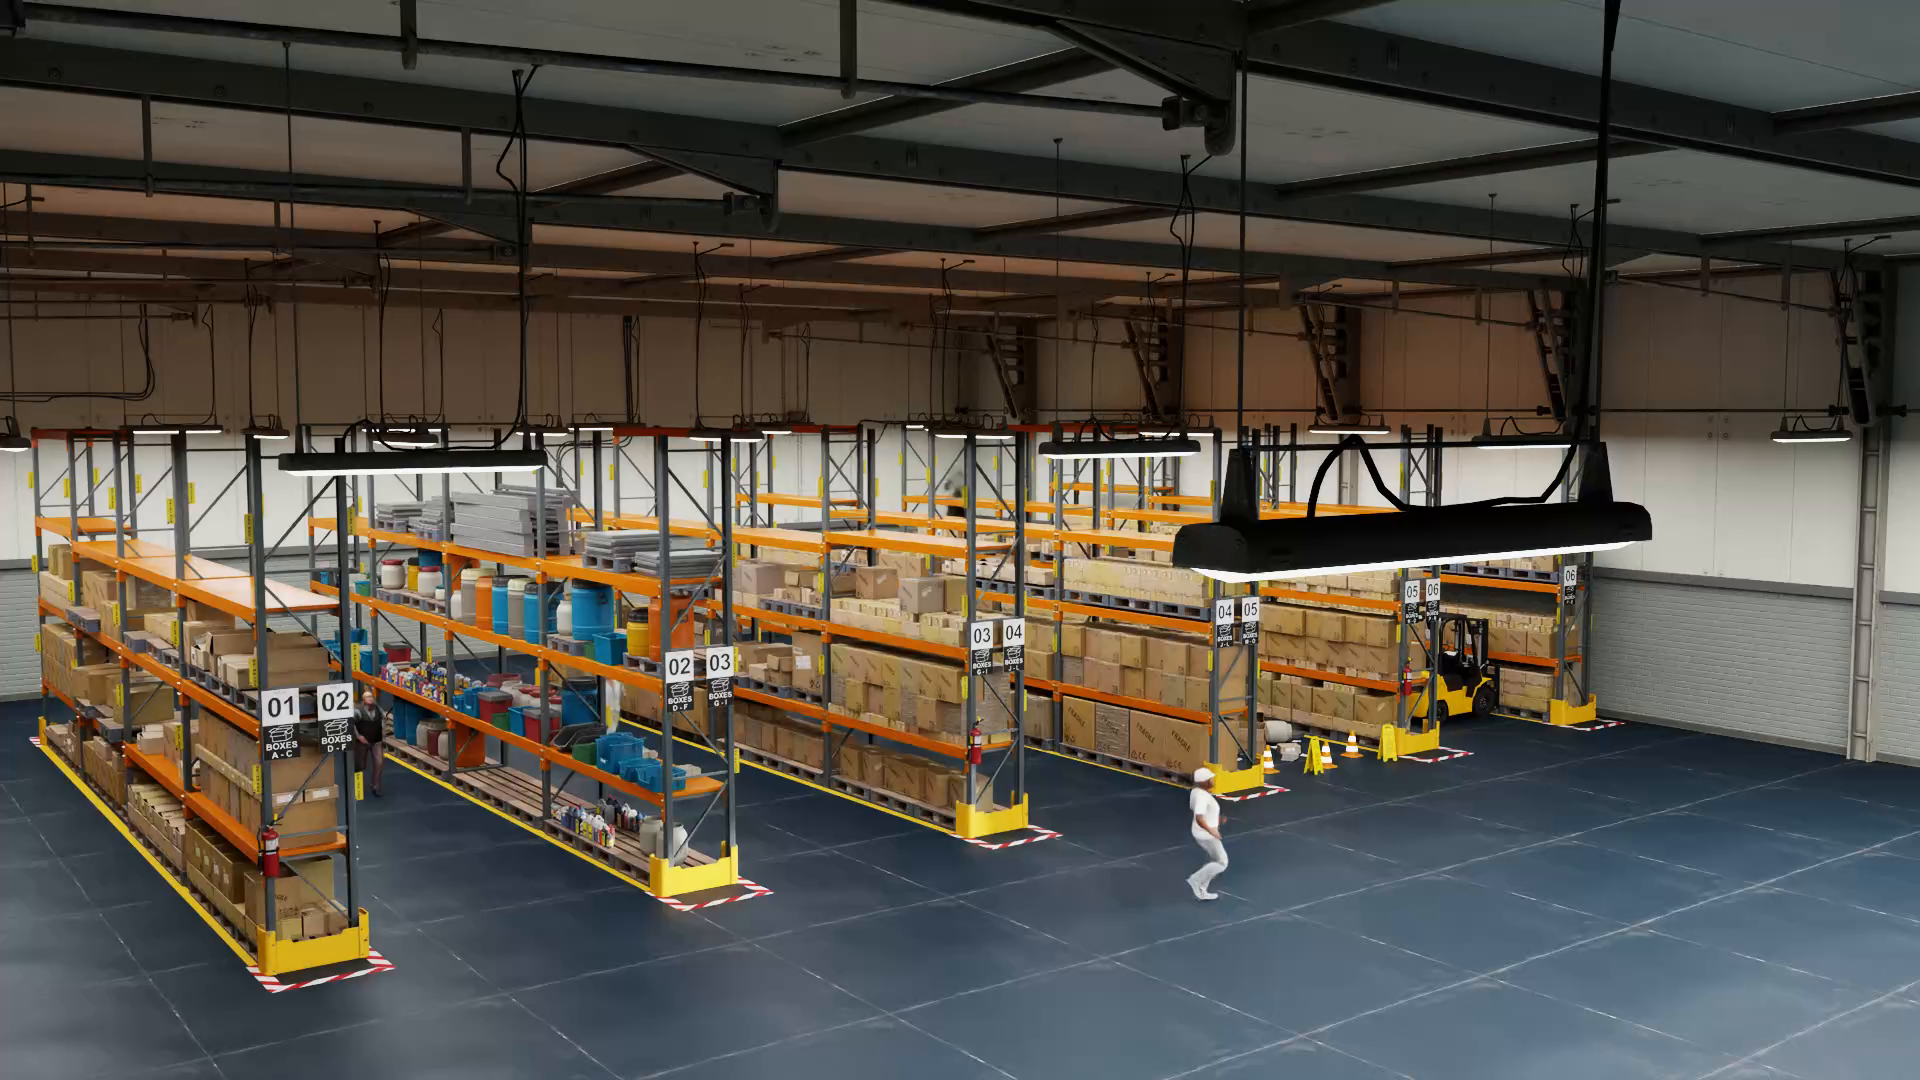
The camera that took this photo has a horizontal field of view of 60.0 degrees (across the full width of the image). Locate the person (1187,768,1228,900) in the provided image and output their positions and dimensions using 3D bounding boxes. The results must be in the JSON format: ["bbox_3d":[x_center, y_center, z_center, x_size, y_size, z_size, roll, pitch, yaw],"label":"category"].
[{"bbox_3d":[3.196,3.788,21.398,0.587,1.718,0.695,0,4,-6],"label":"person"}]

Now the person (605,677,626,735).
[{"bbox_3d":[-6.247,3.090,29.631,0.910,1.817,0.655,4,6,41],"label":"person"}]

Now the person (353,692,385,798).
[{"bbox_3d":[-9.779,3.354,27.484,0.642,1.709,0.989,-3,5,-33],"label":"person"}]
